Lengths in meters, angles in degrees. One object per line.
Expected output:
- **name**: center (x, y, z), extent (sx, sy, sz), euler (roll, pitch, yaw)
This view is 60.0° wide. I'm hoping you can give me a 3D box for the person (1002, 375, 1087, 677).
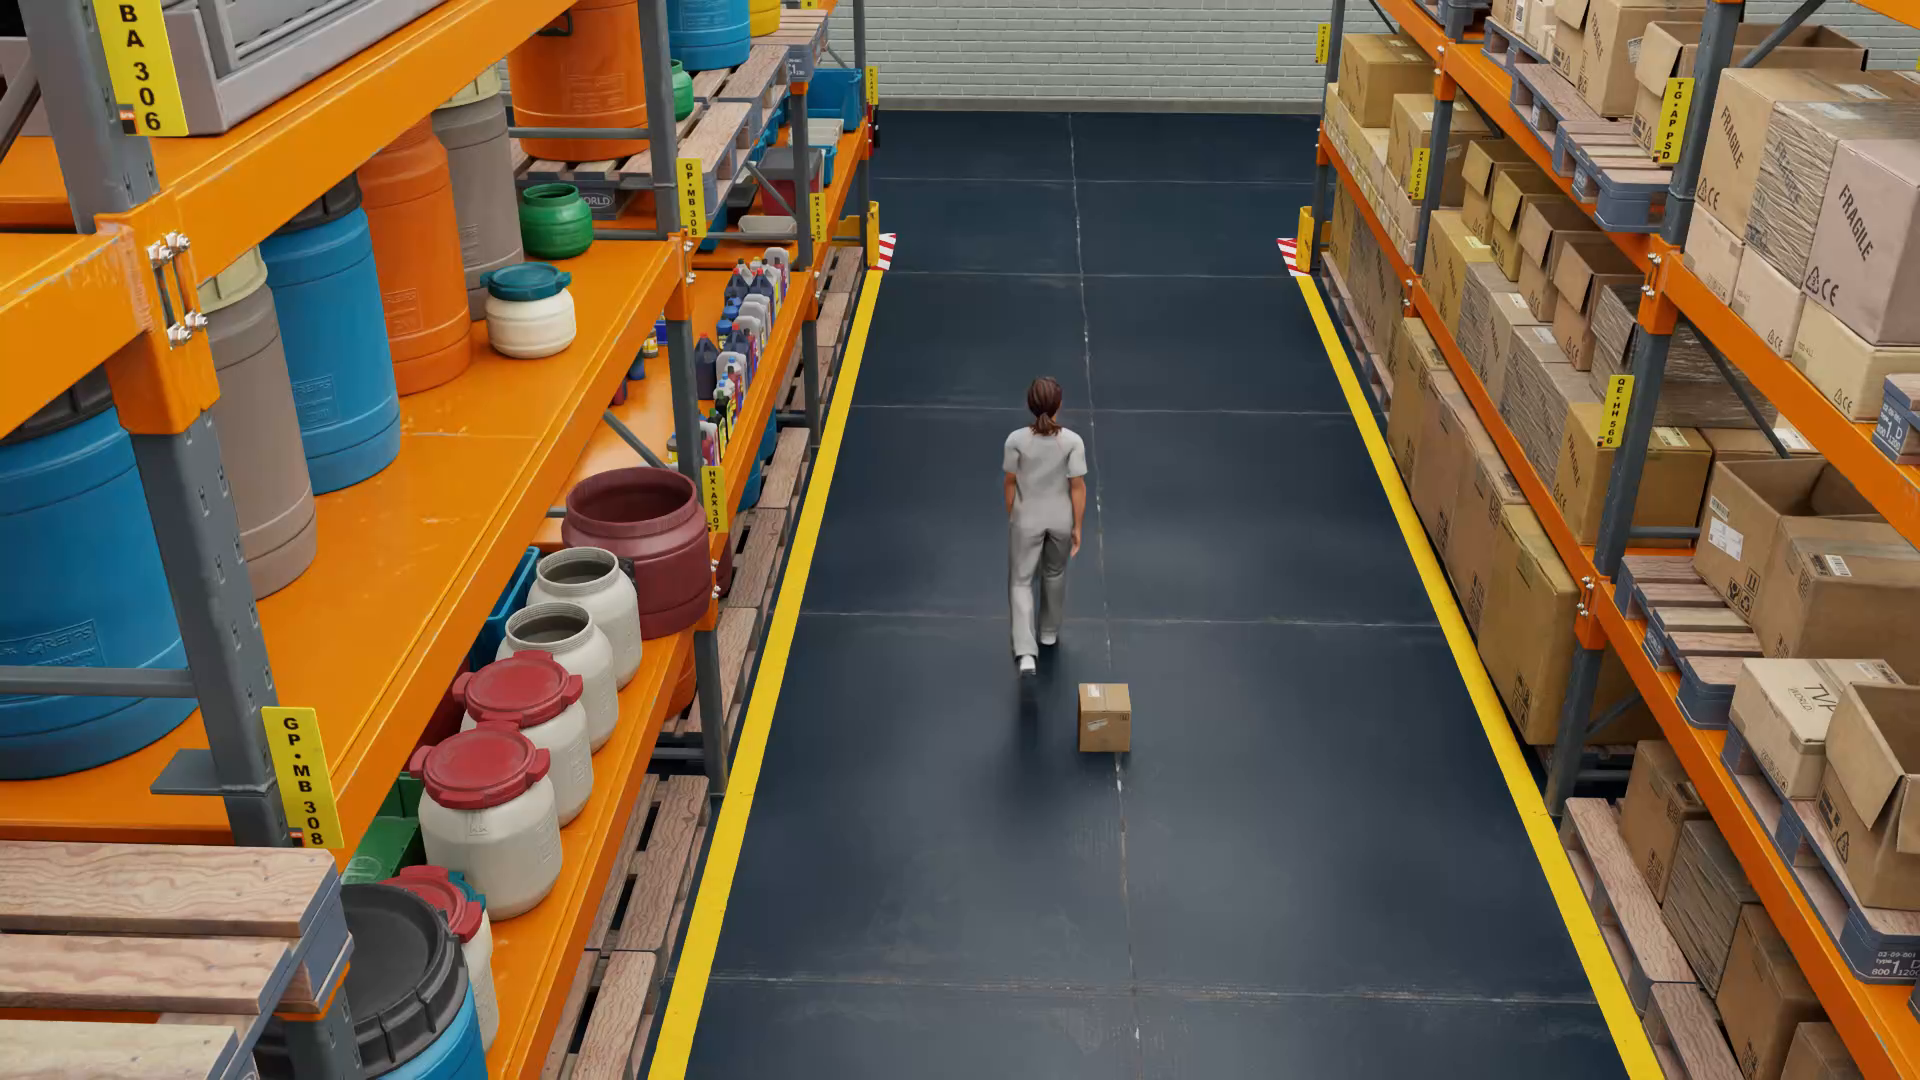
- **person**: center (0.440, -0.062, 8.740), extent (0.438, 1.637, 0.909), euler (-1, 28, -3)
